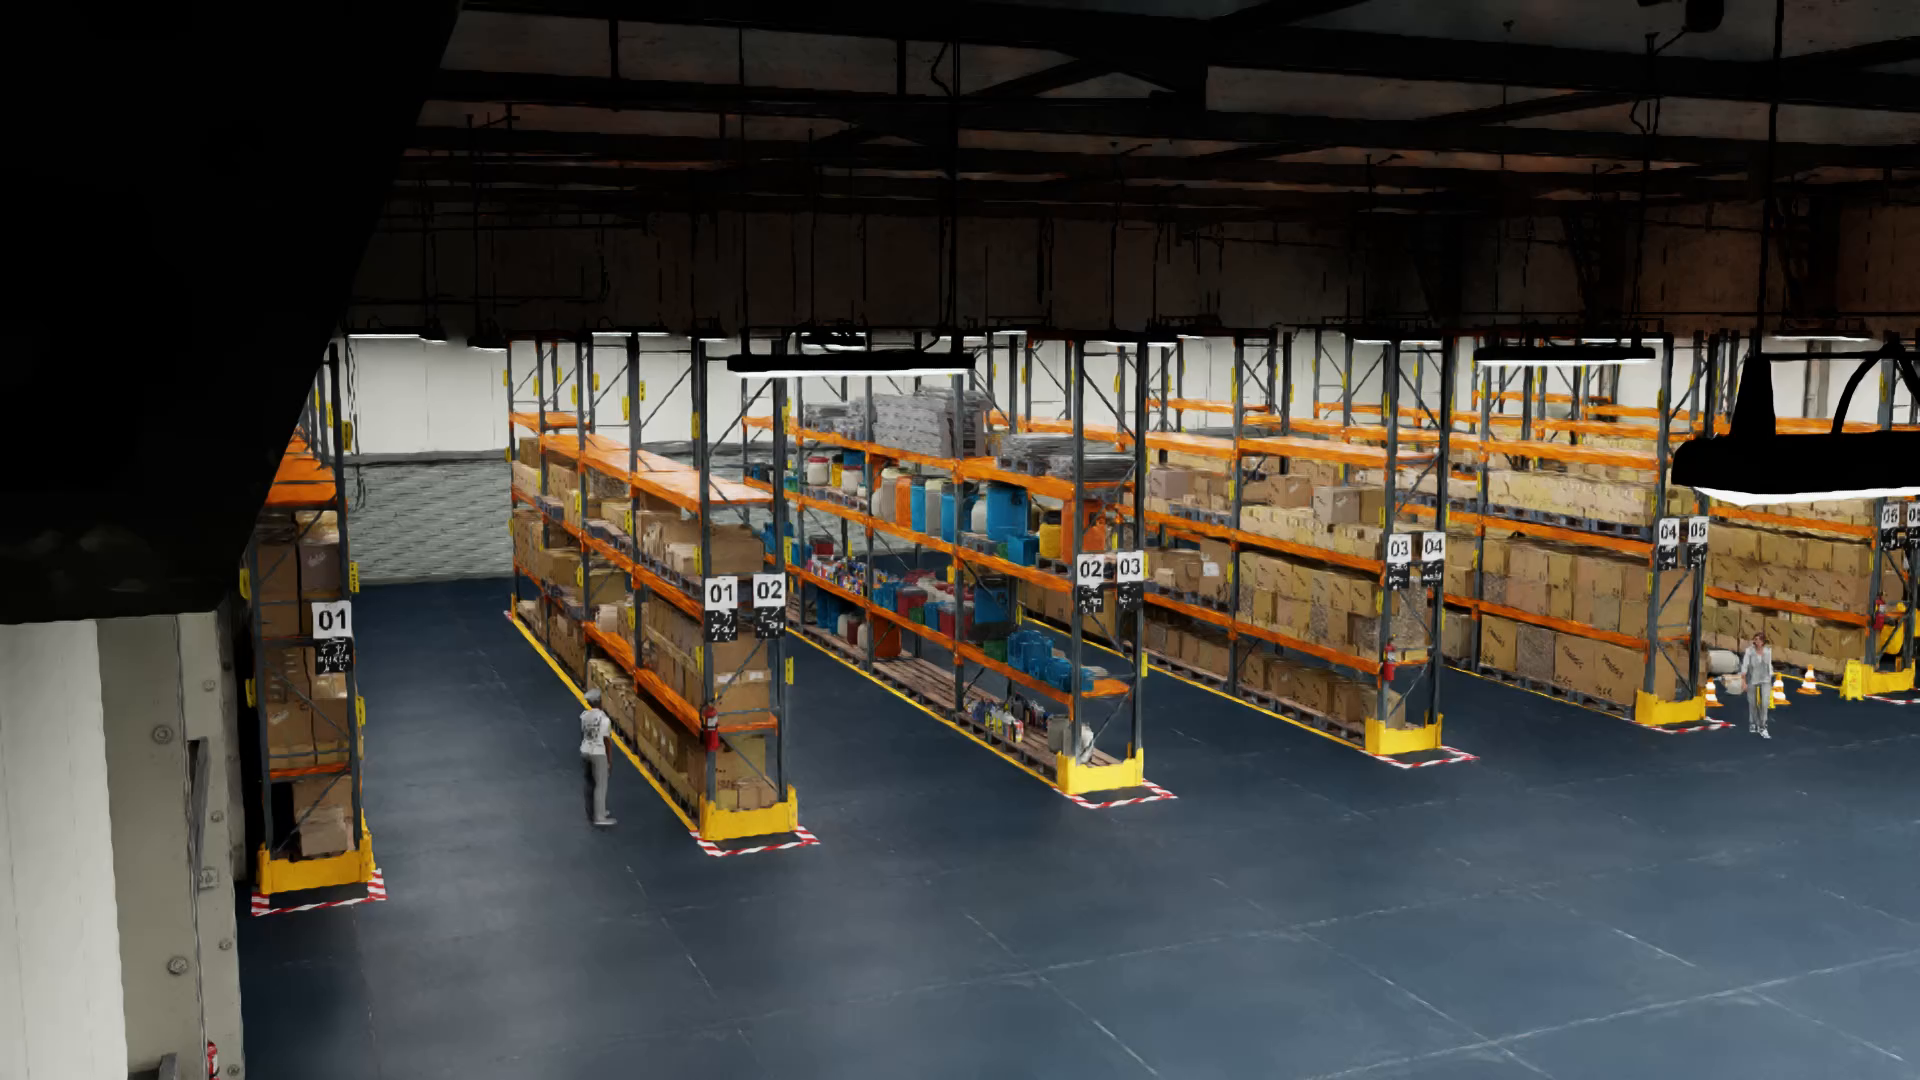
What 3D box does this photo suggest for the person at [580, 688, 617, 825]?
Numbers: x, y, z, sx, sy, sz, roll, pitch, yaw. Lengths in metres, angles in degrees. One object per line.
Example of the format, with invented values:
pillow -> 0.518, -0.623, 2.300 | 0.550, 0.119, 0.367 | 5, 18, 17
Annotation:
person -> -4.504, 2.684, 20.708 | 0.499, 1.676, 0.415 | 5, 9, 35

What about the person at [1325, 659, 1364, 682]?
person -> 6.493, 1.660, 27.969 | 0.576, 1.638, 1.115 | -3, 8, -21

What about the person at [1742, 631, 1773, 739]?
person -> 12.012, 2.151, 25.075 | 0.444, 1.612, 0.496 | 3, 8, 22
